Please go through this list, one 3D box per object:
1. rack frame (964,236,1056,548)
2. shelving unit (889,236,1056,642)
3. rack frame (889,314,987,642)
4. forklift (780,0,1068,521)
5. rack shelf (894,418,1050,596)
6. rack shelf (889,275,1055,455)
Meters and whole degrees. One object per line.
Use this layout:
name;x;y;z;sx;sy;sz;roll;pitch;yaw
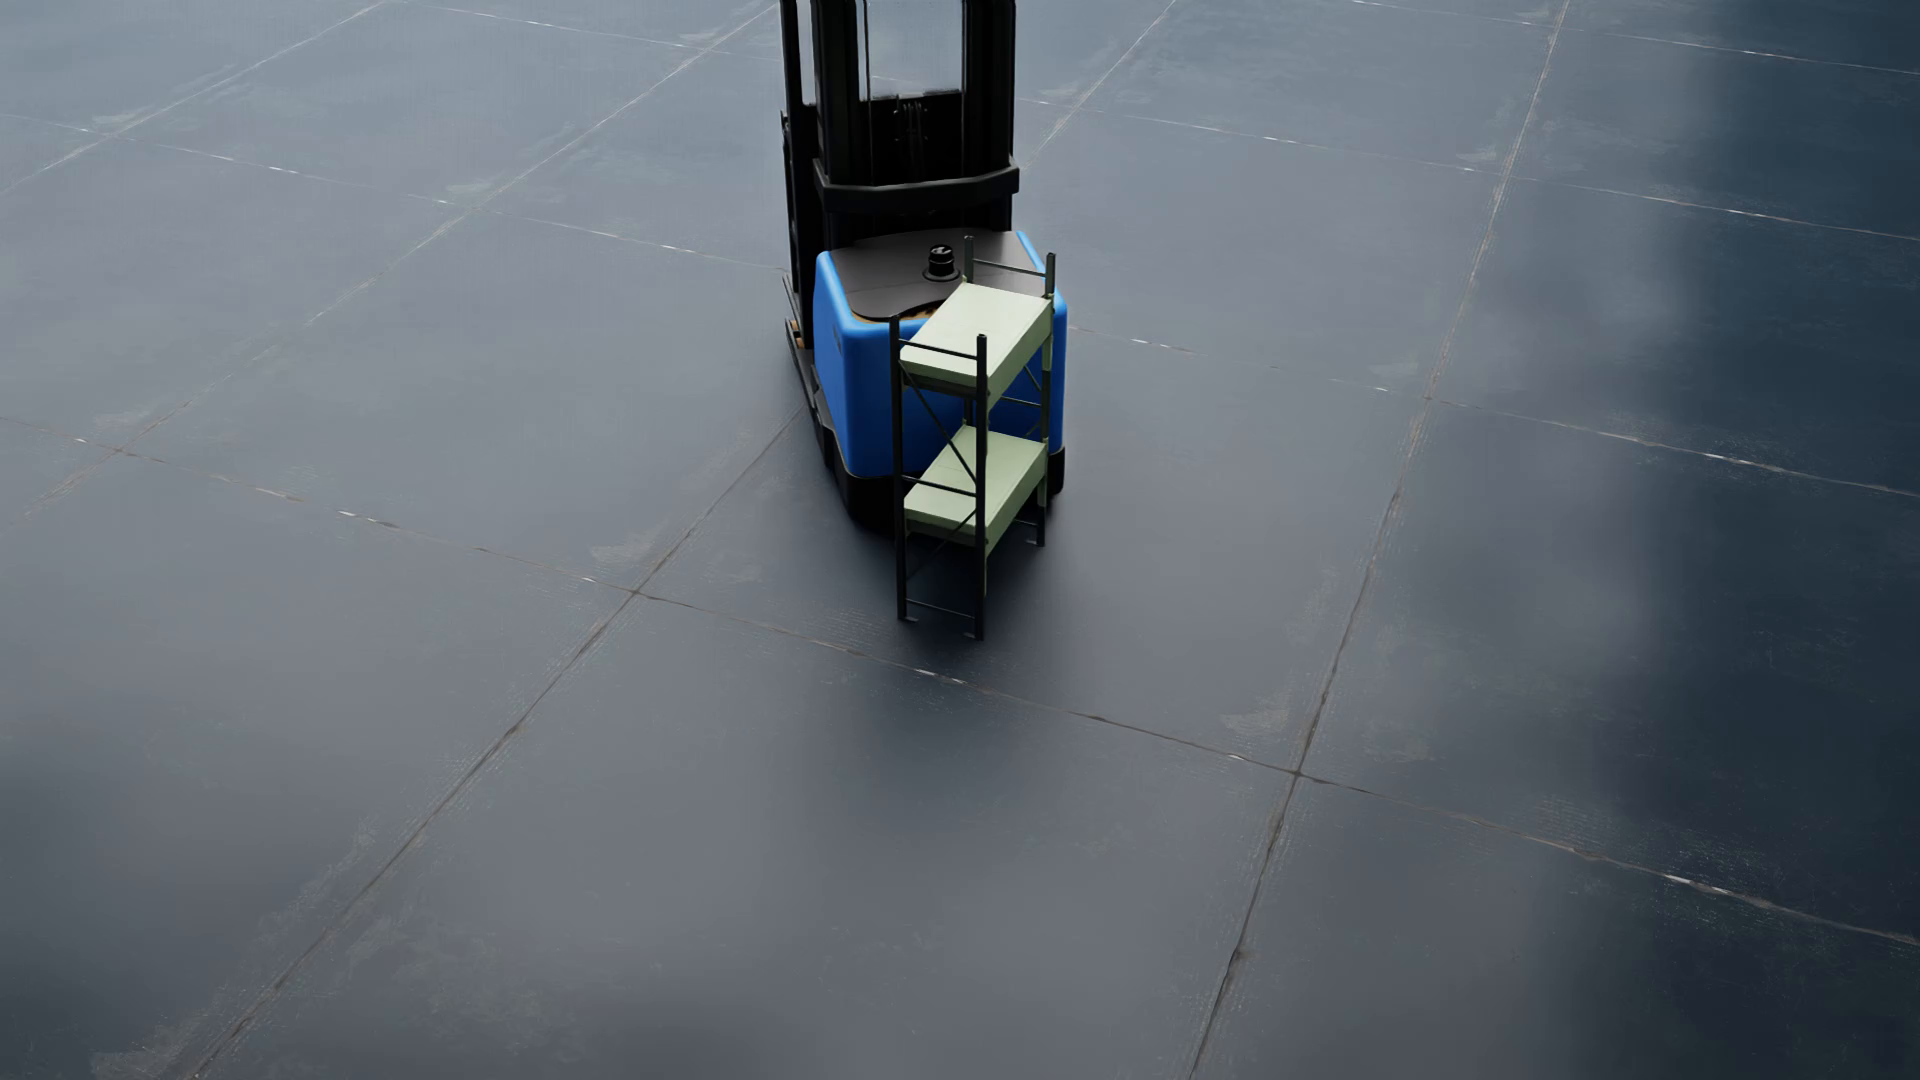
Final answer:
rack frame;0.205;-0.617;7.323;0.400;1.500;0.023;14;39;19
shelving unit;0.060;-0.416;7.054;0.431;1.500;0.755;14;39;19
rack frame;-0.085;-0.215;6.785;0.400;1.500;0.023;14;39;19
forklift;-0.337;-2.145;8.171;1.130;2.935;3.031;-8;38;-10
rack shelf;0.060;-0.155;7.249;0.431;0.370;0.720;14;39;19
rack shelf;0.060;-0.729;6.821;0.431;0.370;0.720;14;39;19
